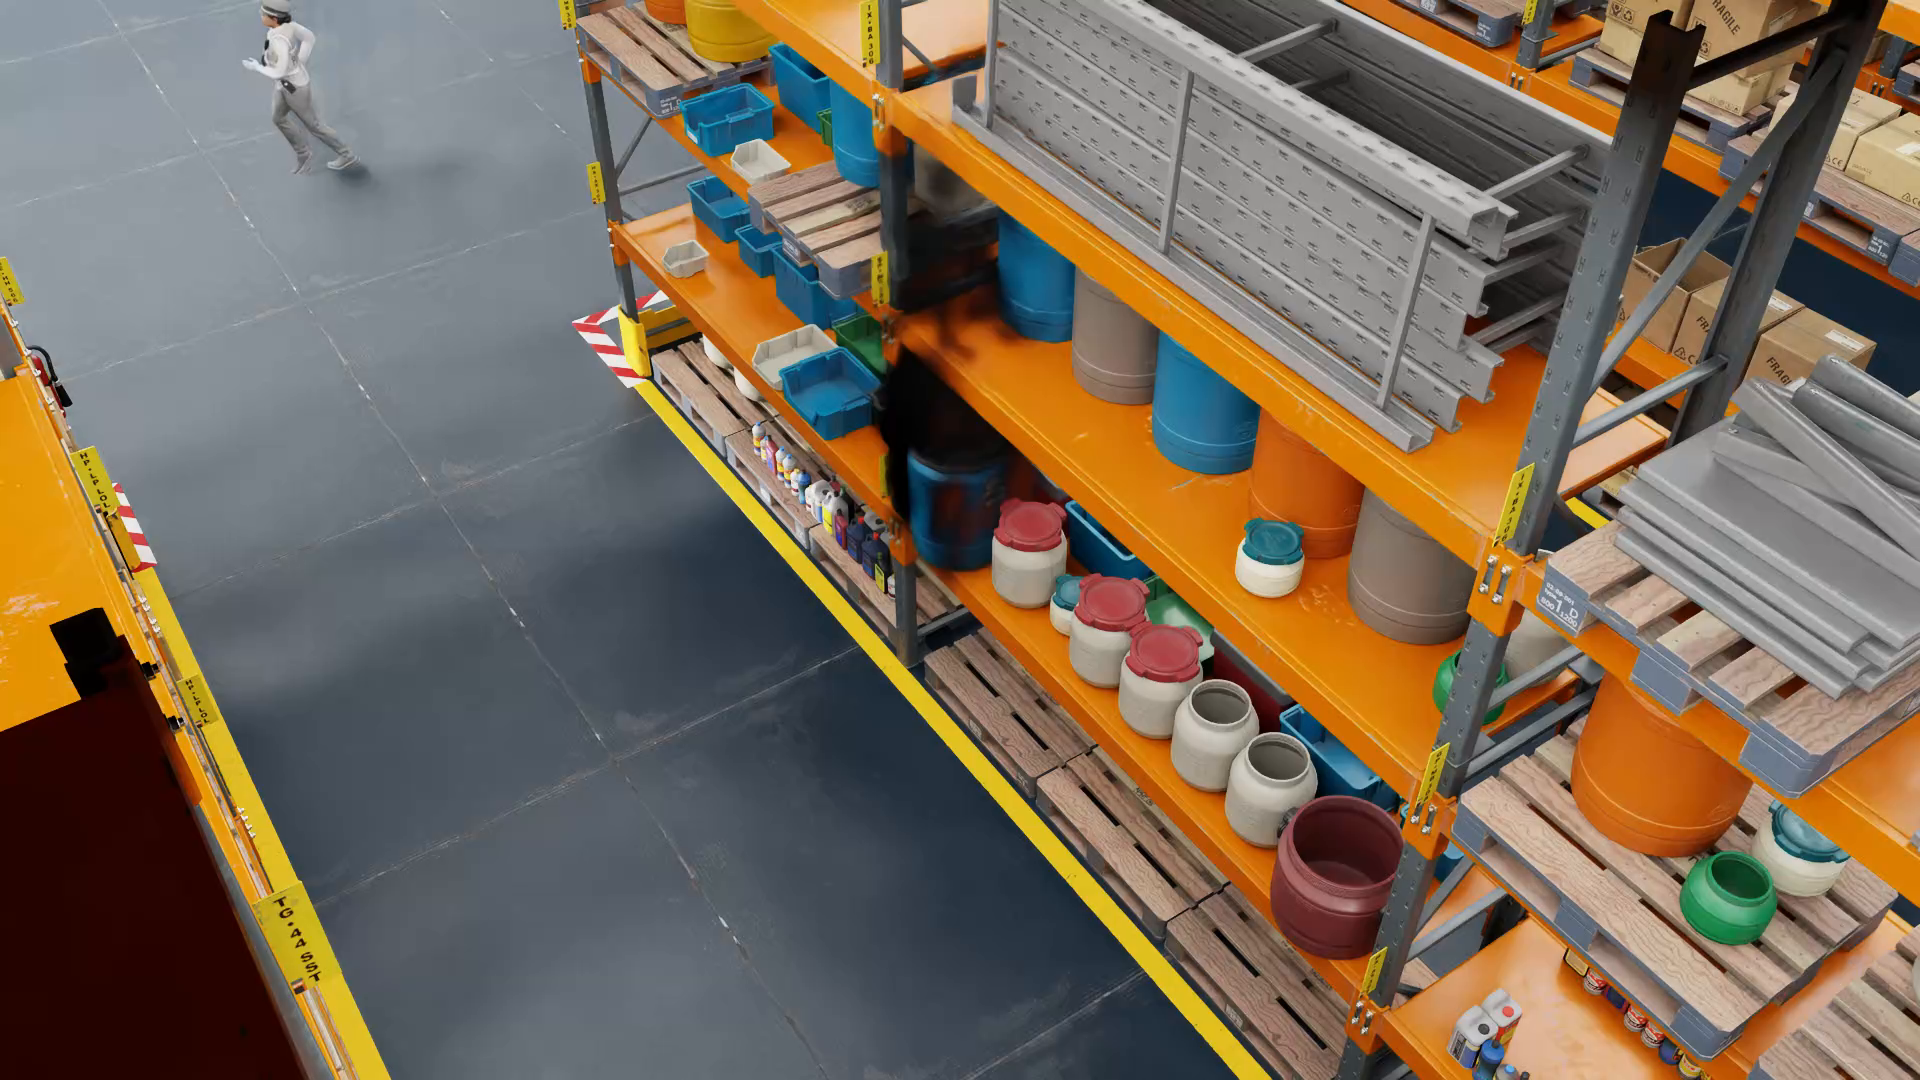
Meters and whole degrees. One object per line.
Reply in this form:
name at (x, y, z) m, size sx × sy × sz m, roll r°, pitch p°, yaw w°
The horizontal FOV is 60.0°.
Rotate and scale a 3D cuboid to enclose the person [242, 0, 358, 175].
person at (-5.960, -4.041, 14.910) m, size 0.732 × 1.749 × 0.576 m, roll -12°, pitch 44°, yaw -13°
